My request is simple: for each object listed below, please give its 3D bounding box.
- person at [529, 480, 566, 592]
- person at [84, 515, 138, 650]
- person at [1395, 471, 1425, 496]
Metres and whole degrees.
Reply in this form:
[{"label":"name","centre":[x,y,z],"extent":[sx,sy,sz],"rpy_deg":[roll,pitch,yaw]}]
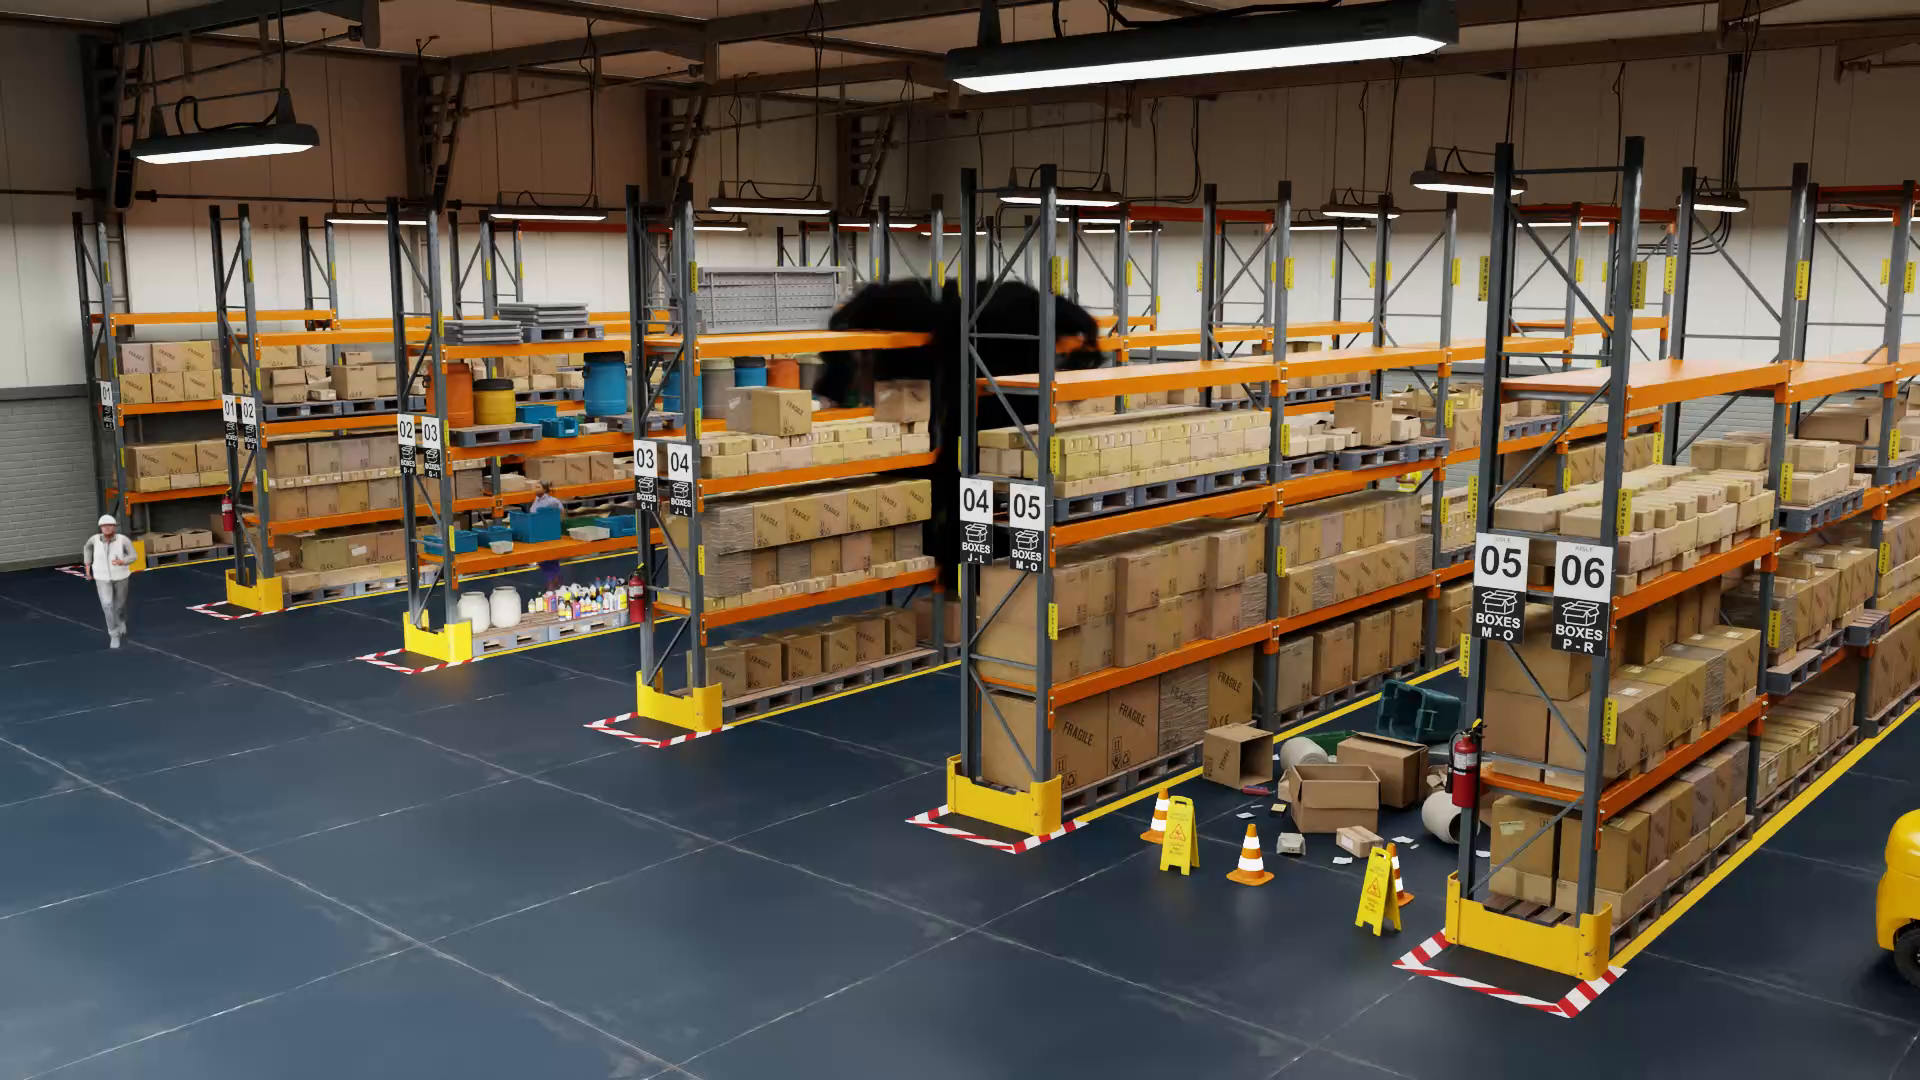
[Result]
[{"label":"person","centre":[-6.275,-0.044,25.046],"extent":[0.645,1.710,0.580],"rpy_deg":[-8,12,-40]},{"label":"person","centre":[-11.591,0.534,22.753],"extent":[0.678,1.809,0.965],"rpy_deg":[-4,10,-22]},{"label":"person","centre":[8.529,-0.893,31.534],"extent":[0.680,1.808,0.739],"rpy_deg":[-3,10,-17]}]
